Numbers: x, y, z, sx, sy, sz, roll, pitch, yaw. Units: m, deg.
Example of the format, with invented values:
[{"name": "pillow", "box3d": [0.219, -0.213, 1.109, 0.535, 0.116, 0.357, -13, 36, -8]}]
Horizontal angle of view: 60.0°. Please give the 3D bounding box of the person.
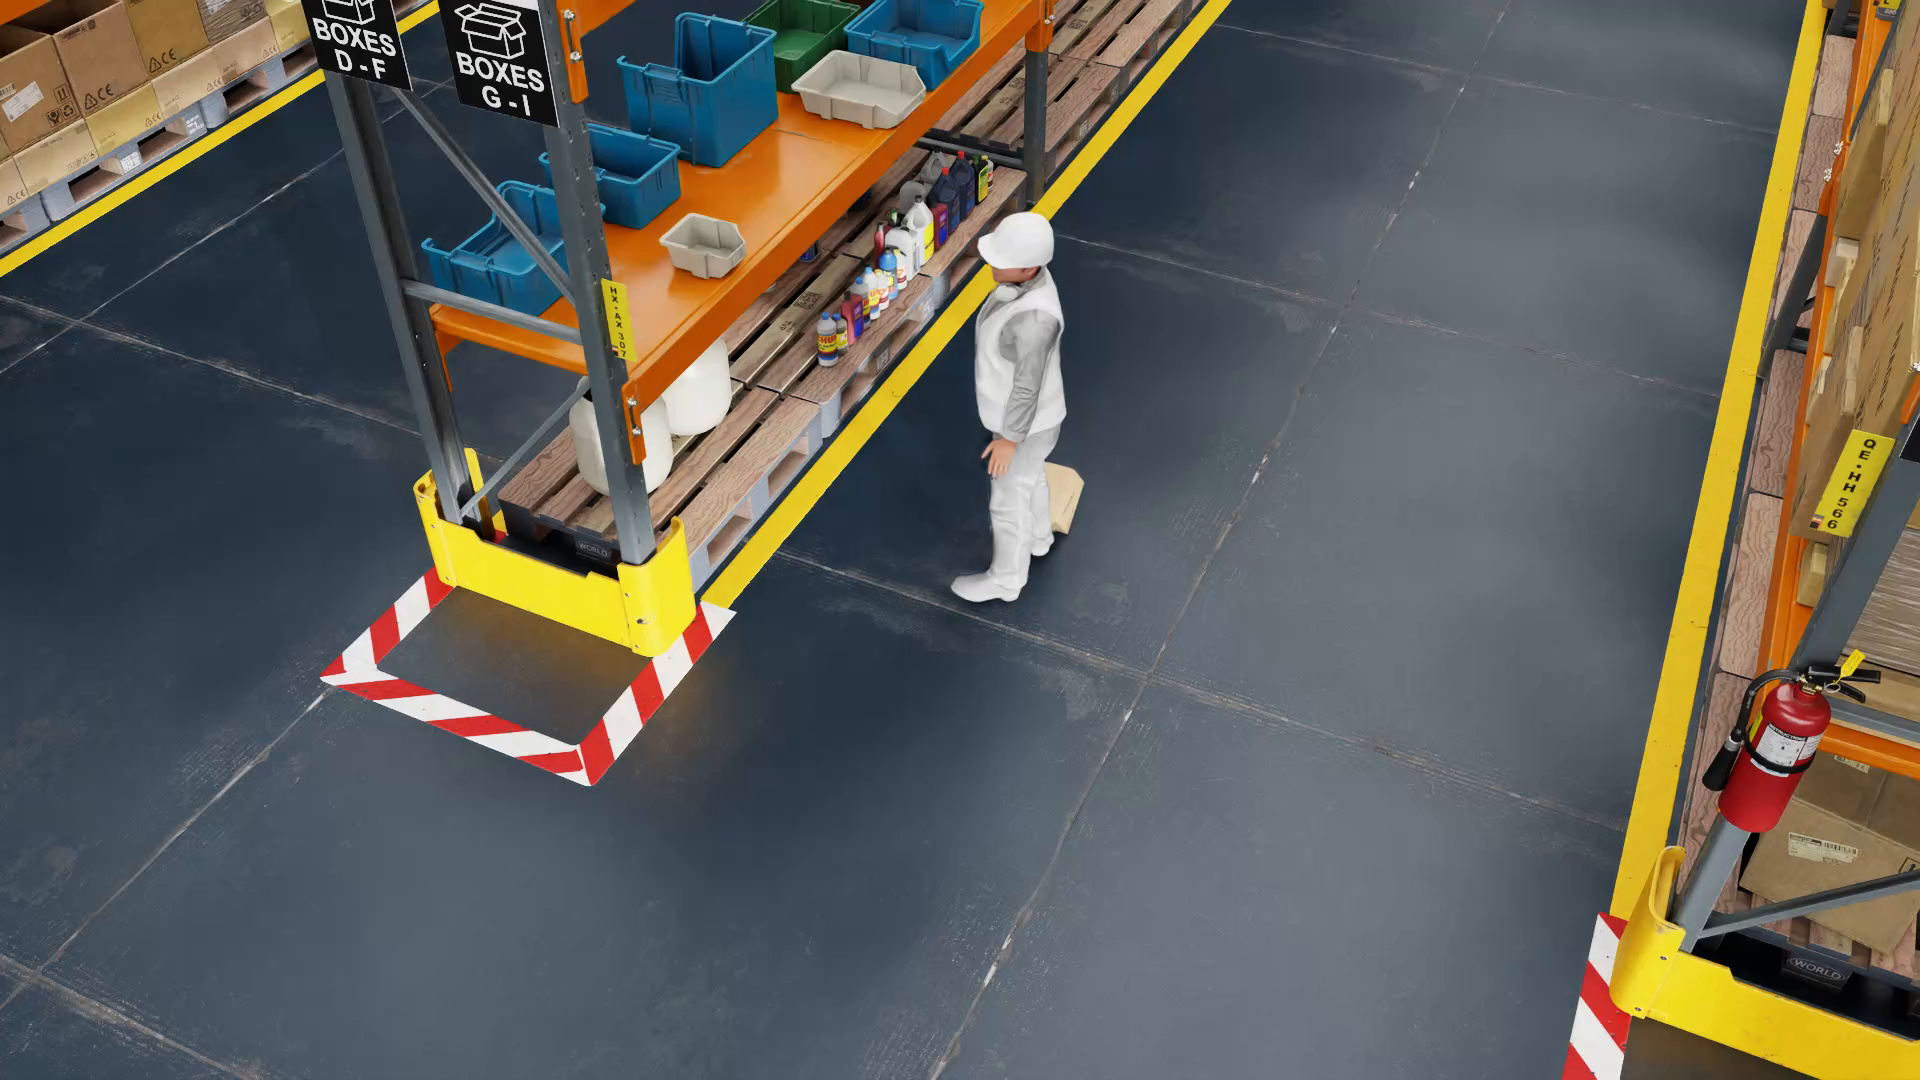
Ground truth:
[{"name": "person", "box3d": [0.186, -0.531, 6.694, 0.462, 1.781, 0.585, -1, 42, -1]}]
